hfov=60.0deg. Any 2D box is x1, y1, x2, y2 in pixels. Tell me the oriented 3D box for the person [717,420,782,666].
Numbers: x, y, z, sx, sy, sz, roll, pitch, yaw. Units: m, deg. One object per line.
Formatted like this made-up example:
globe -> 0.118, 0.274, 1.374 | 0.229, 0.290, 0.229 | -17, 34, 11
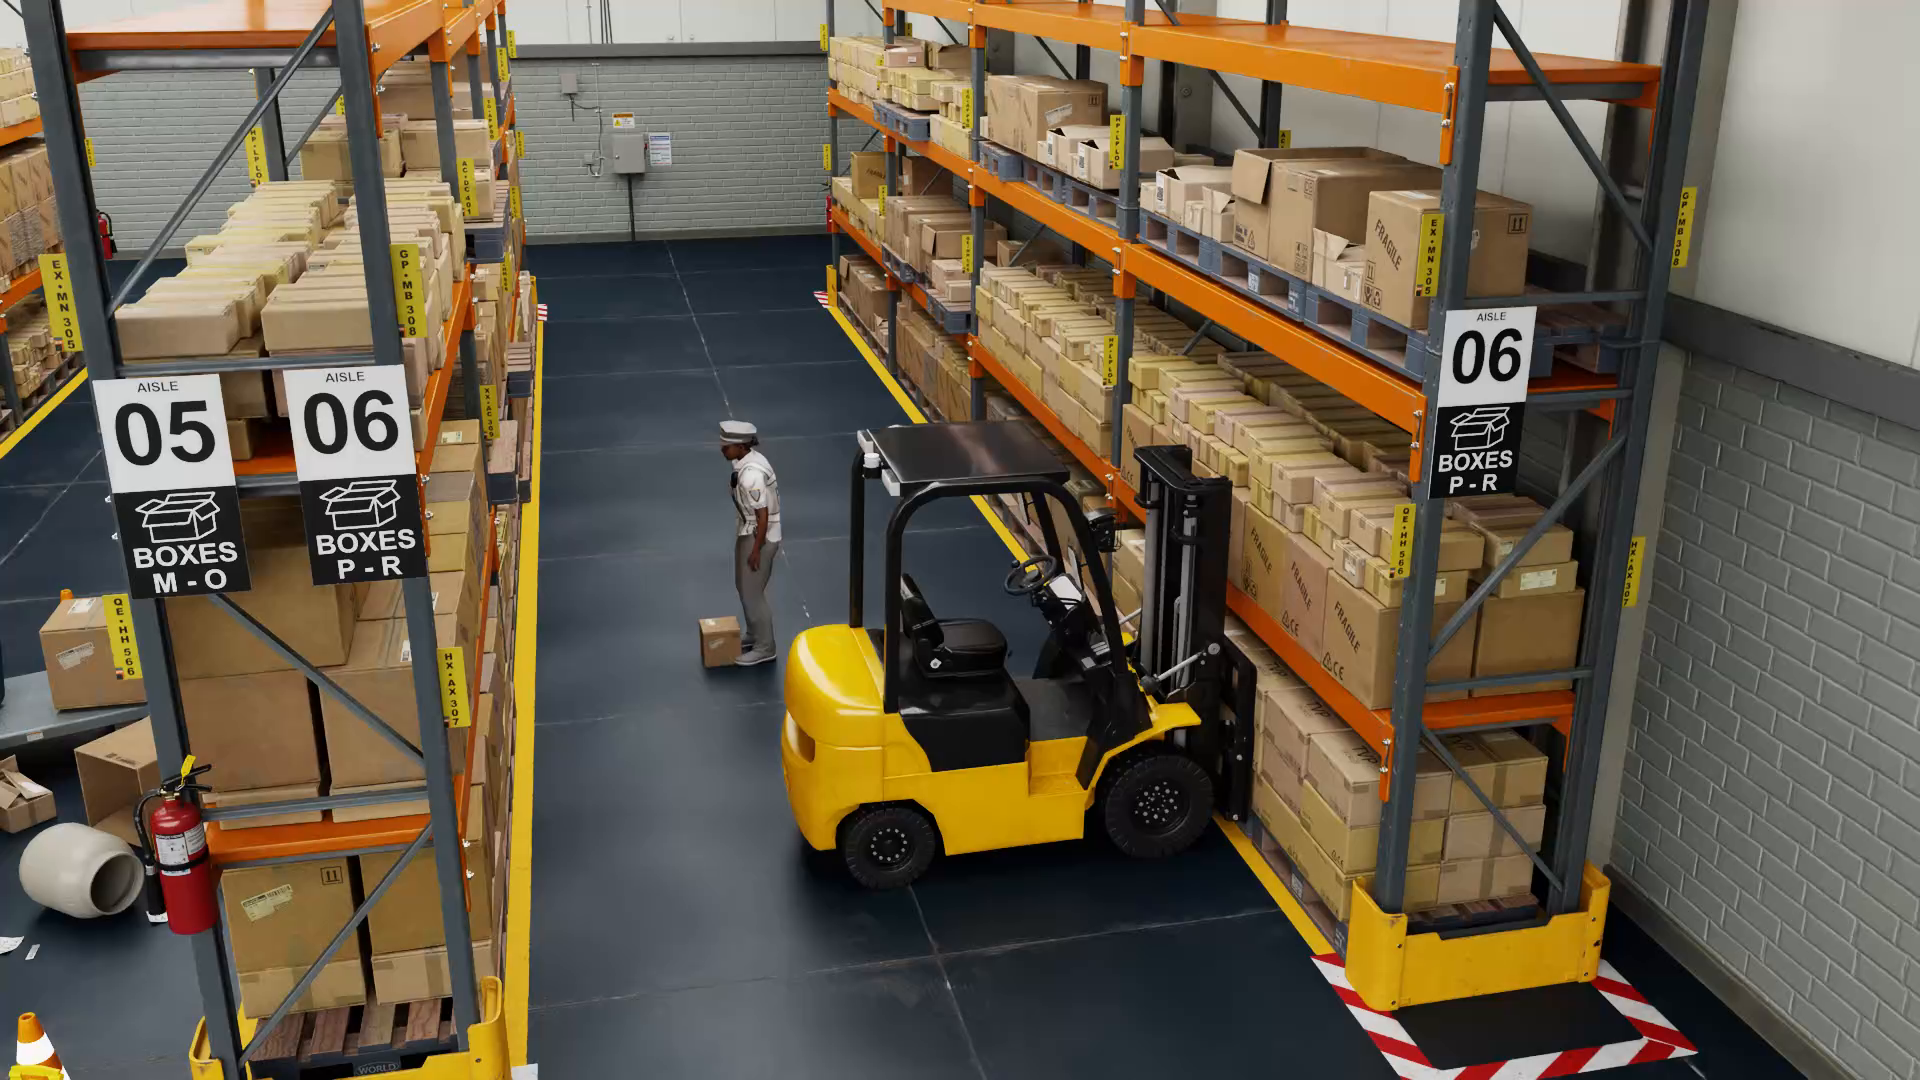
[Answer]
person -> -1.392, 0.003, 11.068 | 0.395, 1.656, 0.521 | -6, 21, -15
